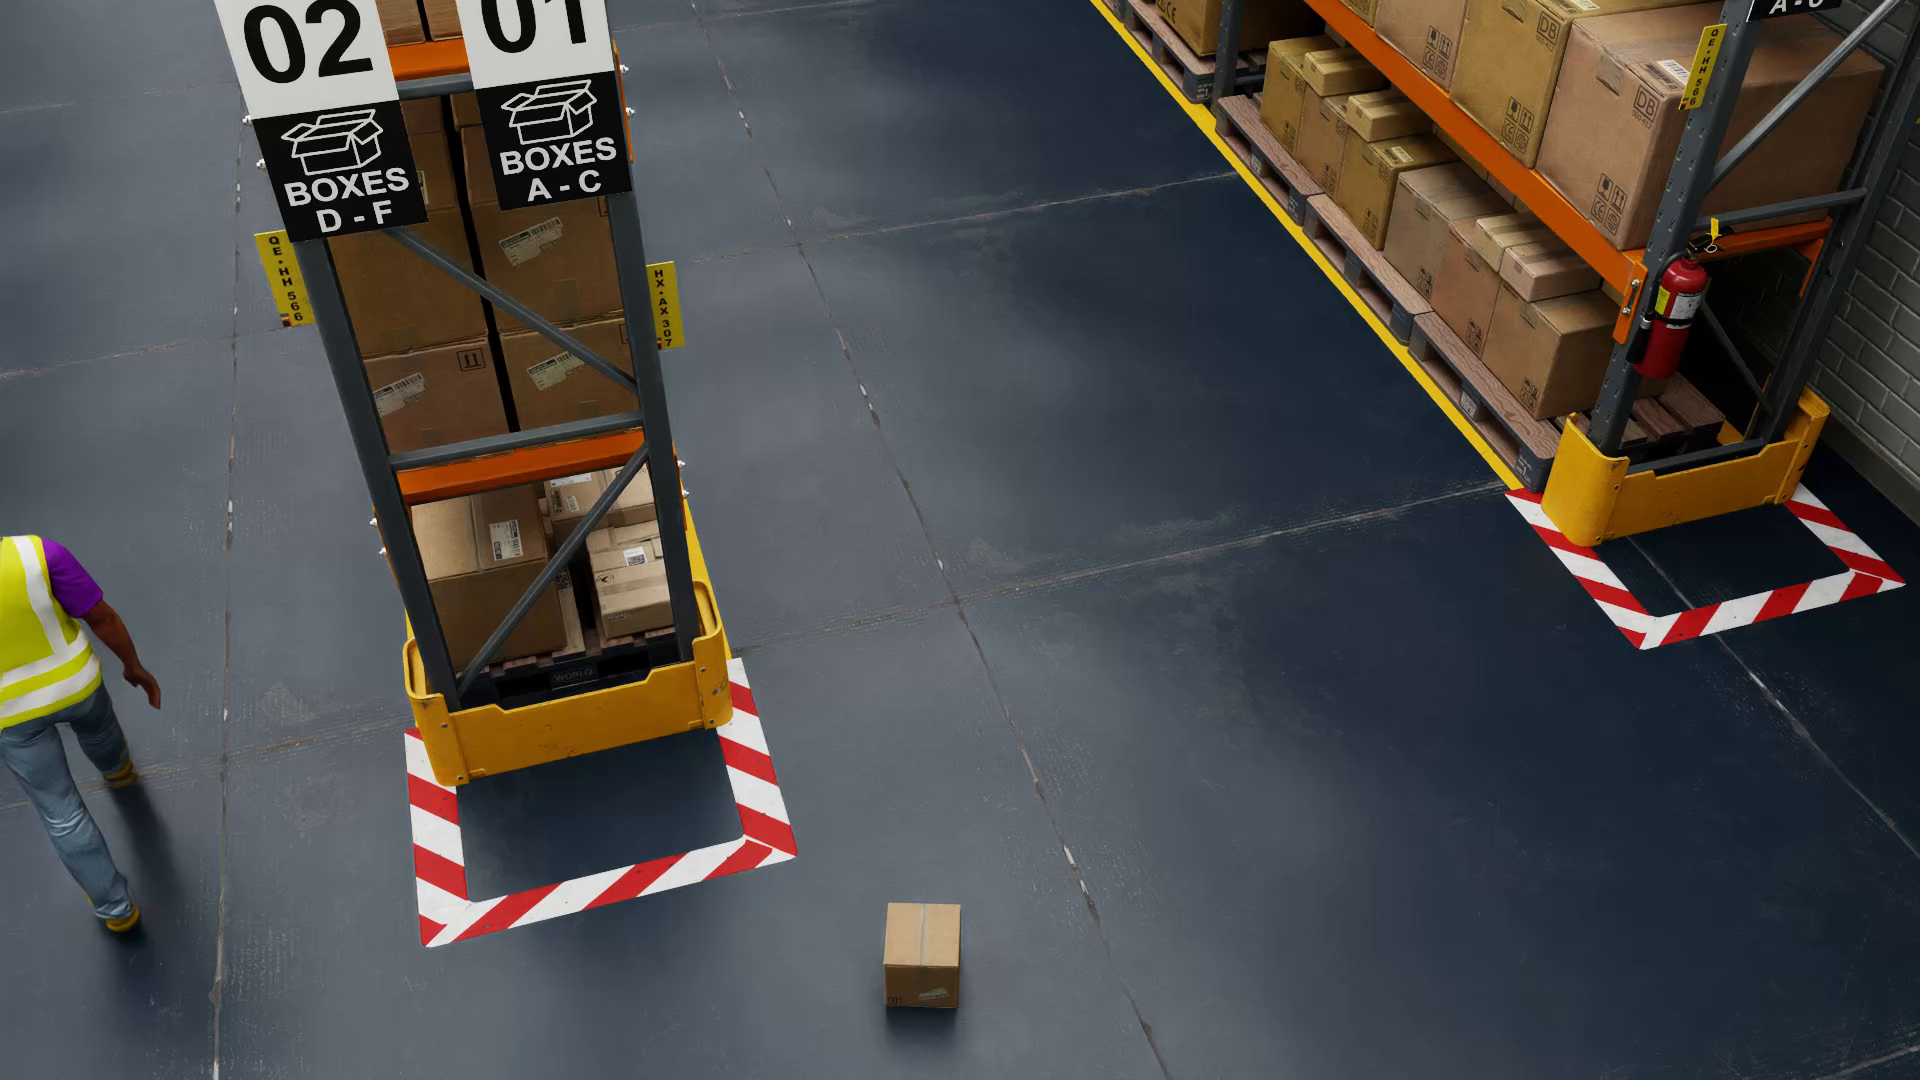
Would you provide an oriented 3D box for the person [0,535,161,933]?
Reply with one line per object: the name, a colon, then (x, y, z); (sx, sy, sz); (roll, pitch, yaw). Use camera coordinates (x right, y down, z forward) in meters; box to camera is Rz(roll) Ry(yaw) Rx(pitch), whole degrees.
person: (-3.145, 0.444, 5.631); (0.660, 1.698, 1.067); (-26, 48, -26)
